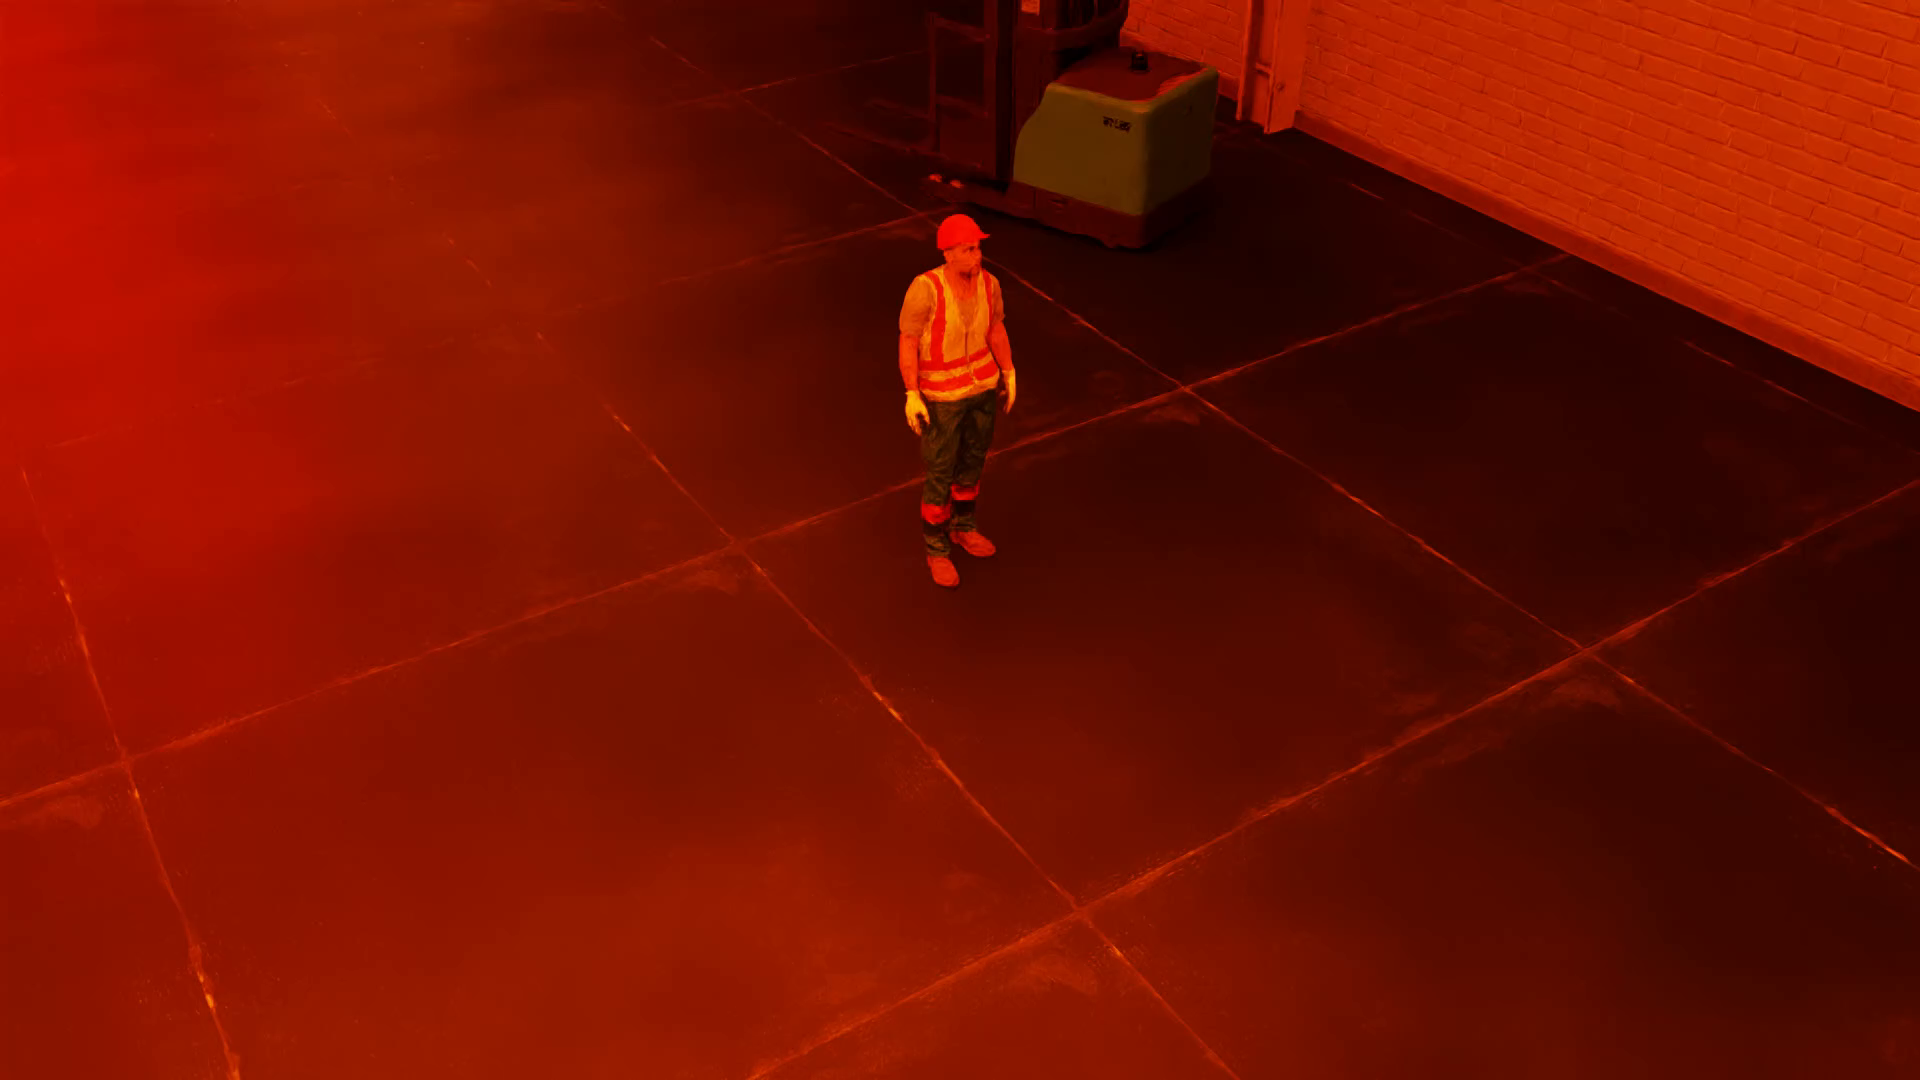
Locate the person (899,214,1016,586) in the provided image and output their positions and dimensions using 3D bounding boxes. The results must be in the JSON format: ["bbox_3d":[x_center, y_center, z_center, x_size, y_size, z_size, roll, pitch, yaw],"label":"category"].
[{"bbox_3d":[0.034,-0.695,8.119,0.637,1.787,0.563,-21,40,-27],"label":"person"}]

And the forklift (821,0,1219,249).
[{"bbox_3d":[0.324,-3.886,11.679,3.031,2.935,1.130,23,41,29],"label":"forklift"}]
